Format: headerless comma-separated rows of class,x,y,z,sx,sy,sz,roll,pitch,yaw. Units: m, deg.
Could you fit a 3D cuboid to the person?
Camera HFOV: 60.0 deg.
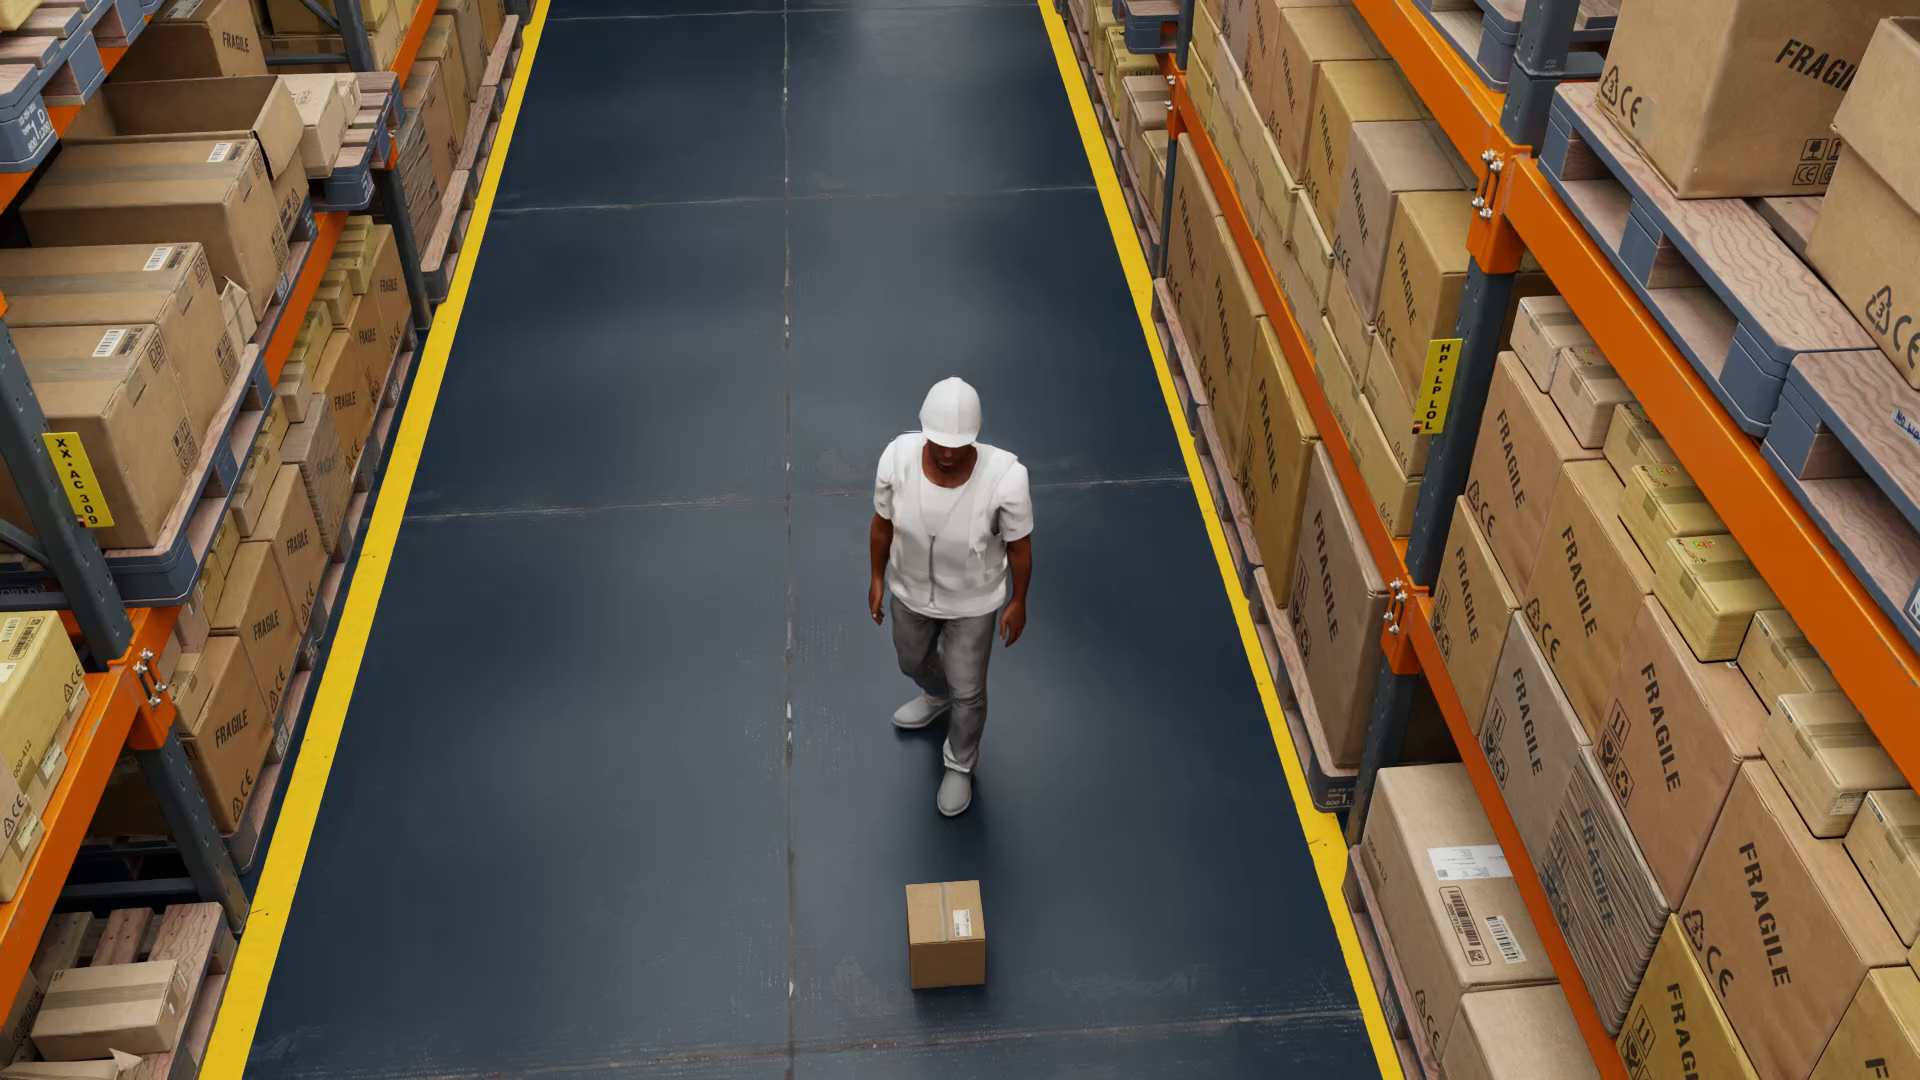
person,-0.036,0.169,5.921,0.579,1.771,0.599,14,41,16
